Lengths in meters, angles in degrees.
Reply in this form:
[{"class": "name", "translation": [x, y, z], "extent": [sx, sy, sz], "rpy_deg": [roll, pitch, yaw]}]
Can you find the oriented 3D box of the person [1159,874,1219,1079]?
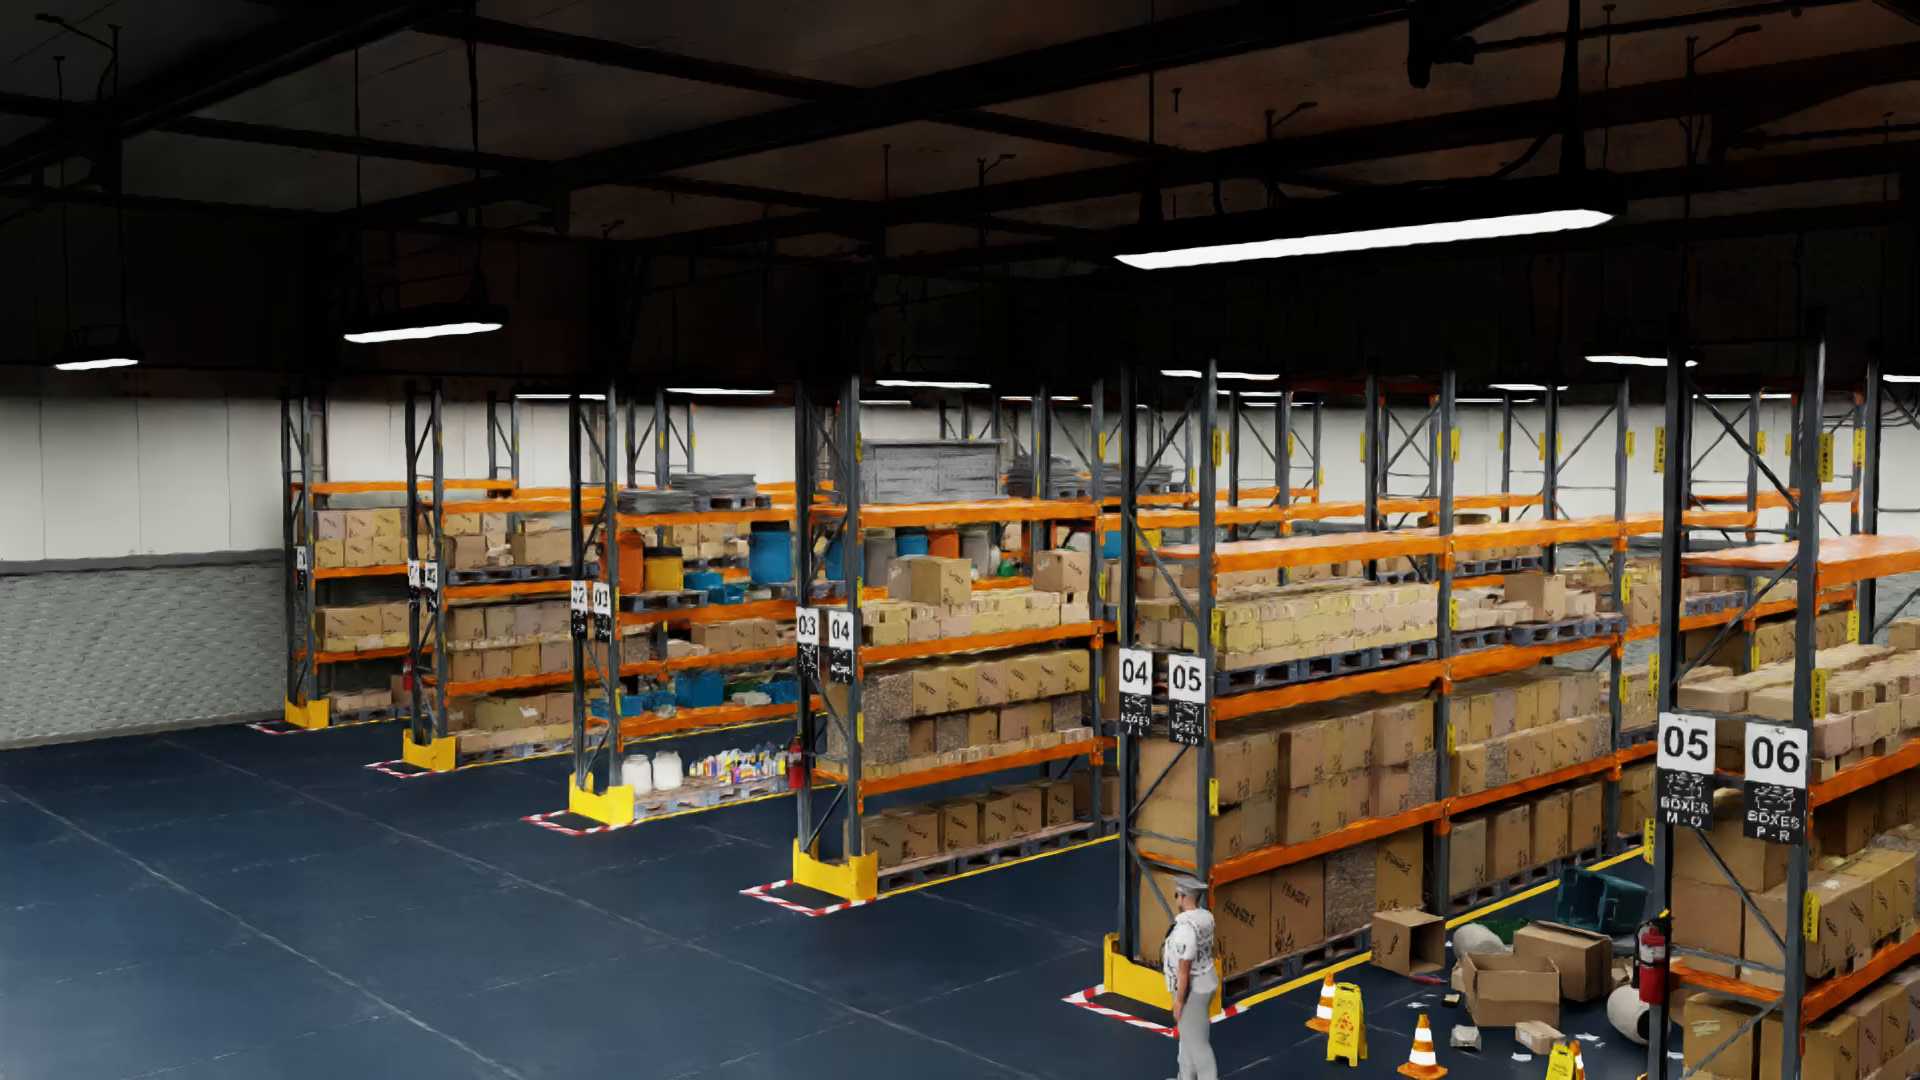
[{"class": "person", "translation": [1.777, 3.477, 12.804], "extent": [0.569, 1.748, 0.678], "rpy_deg": [2, 4, 25]}]
